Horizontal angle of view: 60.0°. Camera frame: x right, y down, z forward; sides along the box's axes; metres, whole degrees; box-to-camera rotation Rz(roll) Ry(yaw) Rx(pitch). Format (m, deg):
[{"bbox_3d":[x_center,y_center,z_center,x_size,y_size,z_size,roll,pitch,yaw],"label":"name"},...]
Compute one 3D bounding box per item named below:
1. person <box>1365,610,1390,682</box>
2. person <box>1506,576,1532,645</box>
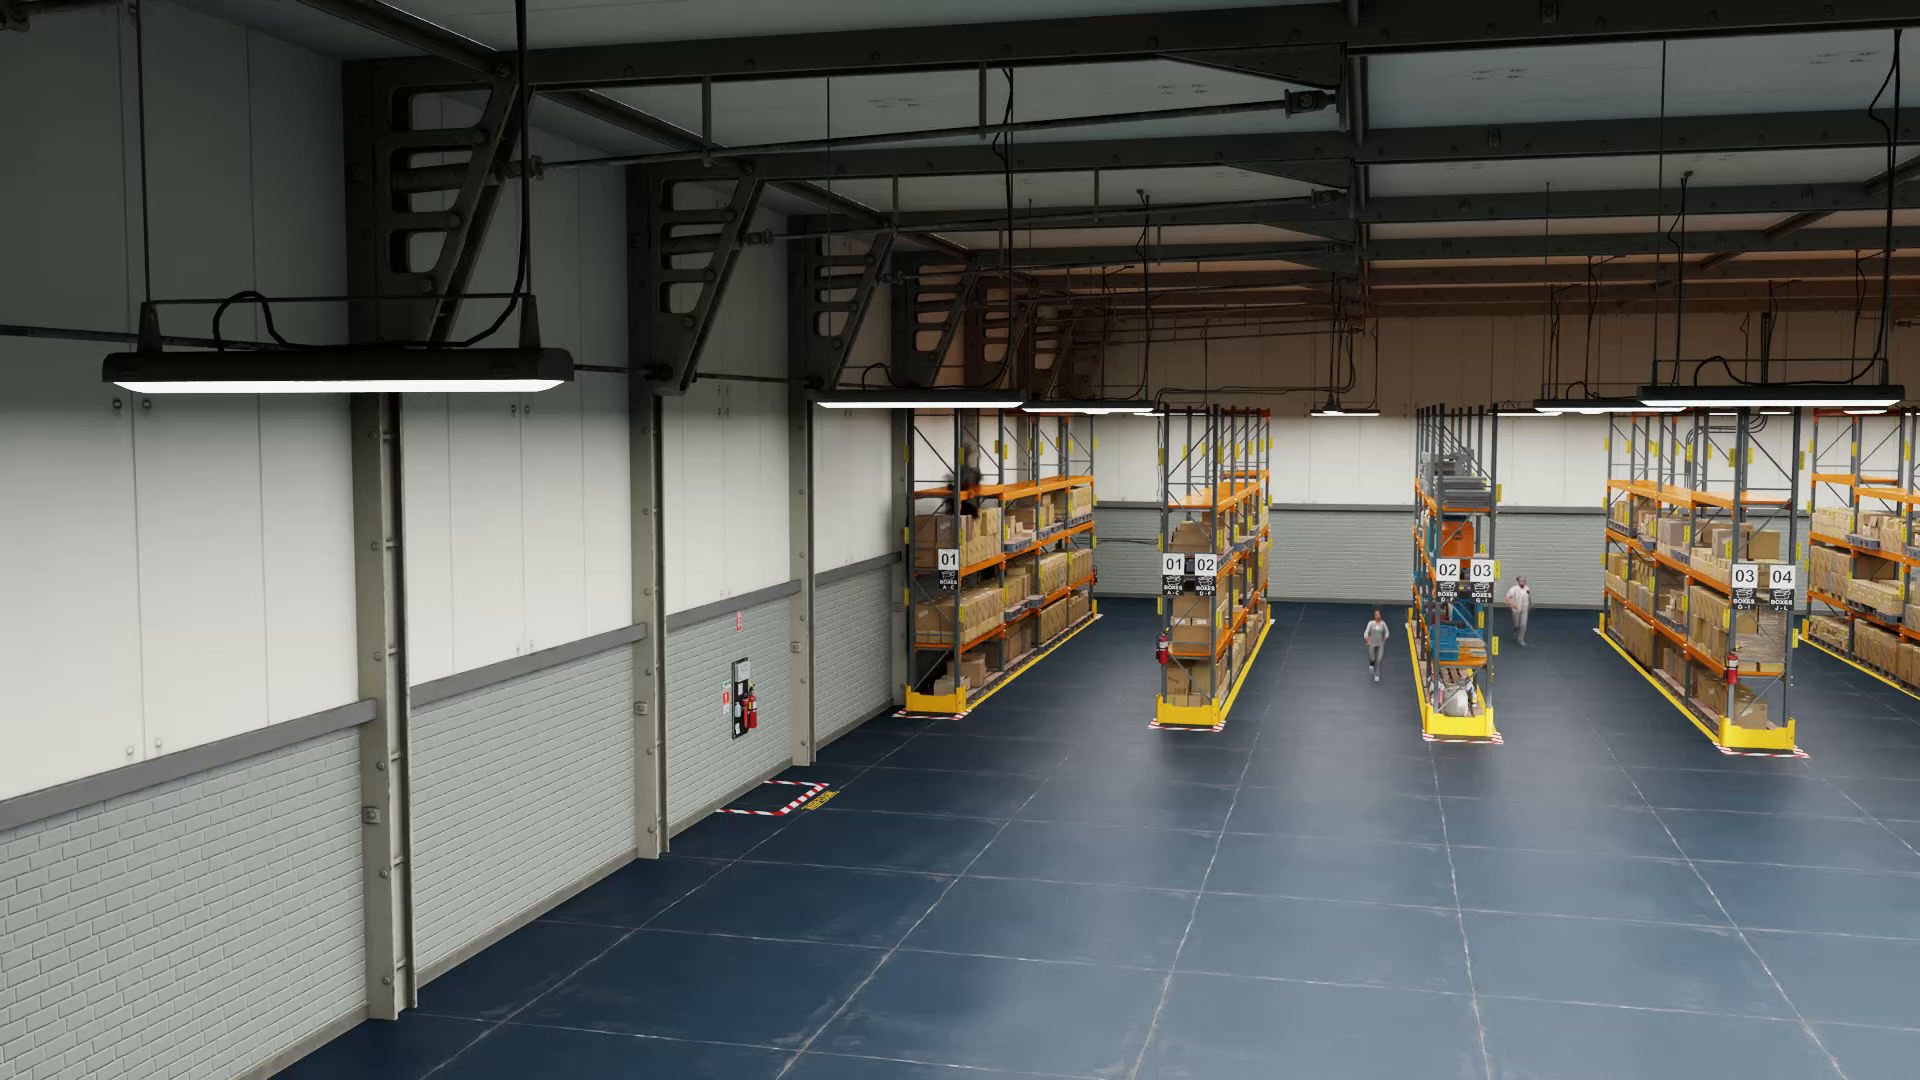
[{"bbox_3d":[9.129,2.308,36.410,0.531,1.553,0.549,1,4,12],"label":"person"},{"bbox_3d":[14.258,1.778,42.384,0.658,1.761,0.641,0,4,-2],"label":"person"}]
